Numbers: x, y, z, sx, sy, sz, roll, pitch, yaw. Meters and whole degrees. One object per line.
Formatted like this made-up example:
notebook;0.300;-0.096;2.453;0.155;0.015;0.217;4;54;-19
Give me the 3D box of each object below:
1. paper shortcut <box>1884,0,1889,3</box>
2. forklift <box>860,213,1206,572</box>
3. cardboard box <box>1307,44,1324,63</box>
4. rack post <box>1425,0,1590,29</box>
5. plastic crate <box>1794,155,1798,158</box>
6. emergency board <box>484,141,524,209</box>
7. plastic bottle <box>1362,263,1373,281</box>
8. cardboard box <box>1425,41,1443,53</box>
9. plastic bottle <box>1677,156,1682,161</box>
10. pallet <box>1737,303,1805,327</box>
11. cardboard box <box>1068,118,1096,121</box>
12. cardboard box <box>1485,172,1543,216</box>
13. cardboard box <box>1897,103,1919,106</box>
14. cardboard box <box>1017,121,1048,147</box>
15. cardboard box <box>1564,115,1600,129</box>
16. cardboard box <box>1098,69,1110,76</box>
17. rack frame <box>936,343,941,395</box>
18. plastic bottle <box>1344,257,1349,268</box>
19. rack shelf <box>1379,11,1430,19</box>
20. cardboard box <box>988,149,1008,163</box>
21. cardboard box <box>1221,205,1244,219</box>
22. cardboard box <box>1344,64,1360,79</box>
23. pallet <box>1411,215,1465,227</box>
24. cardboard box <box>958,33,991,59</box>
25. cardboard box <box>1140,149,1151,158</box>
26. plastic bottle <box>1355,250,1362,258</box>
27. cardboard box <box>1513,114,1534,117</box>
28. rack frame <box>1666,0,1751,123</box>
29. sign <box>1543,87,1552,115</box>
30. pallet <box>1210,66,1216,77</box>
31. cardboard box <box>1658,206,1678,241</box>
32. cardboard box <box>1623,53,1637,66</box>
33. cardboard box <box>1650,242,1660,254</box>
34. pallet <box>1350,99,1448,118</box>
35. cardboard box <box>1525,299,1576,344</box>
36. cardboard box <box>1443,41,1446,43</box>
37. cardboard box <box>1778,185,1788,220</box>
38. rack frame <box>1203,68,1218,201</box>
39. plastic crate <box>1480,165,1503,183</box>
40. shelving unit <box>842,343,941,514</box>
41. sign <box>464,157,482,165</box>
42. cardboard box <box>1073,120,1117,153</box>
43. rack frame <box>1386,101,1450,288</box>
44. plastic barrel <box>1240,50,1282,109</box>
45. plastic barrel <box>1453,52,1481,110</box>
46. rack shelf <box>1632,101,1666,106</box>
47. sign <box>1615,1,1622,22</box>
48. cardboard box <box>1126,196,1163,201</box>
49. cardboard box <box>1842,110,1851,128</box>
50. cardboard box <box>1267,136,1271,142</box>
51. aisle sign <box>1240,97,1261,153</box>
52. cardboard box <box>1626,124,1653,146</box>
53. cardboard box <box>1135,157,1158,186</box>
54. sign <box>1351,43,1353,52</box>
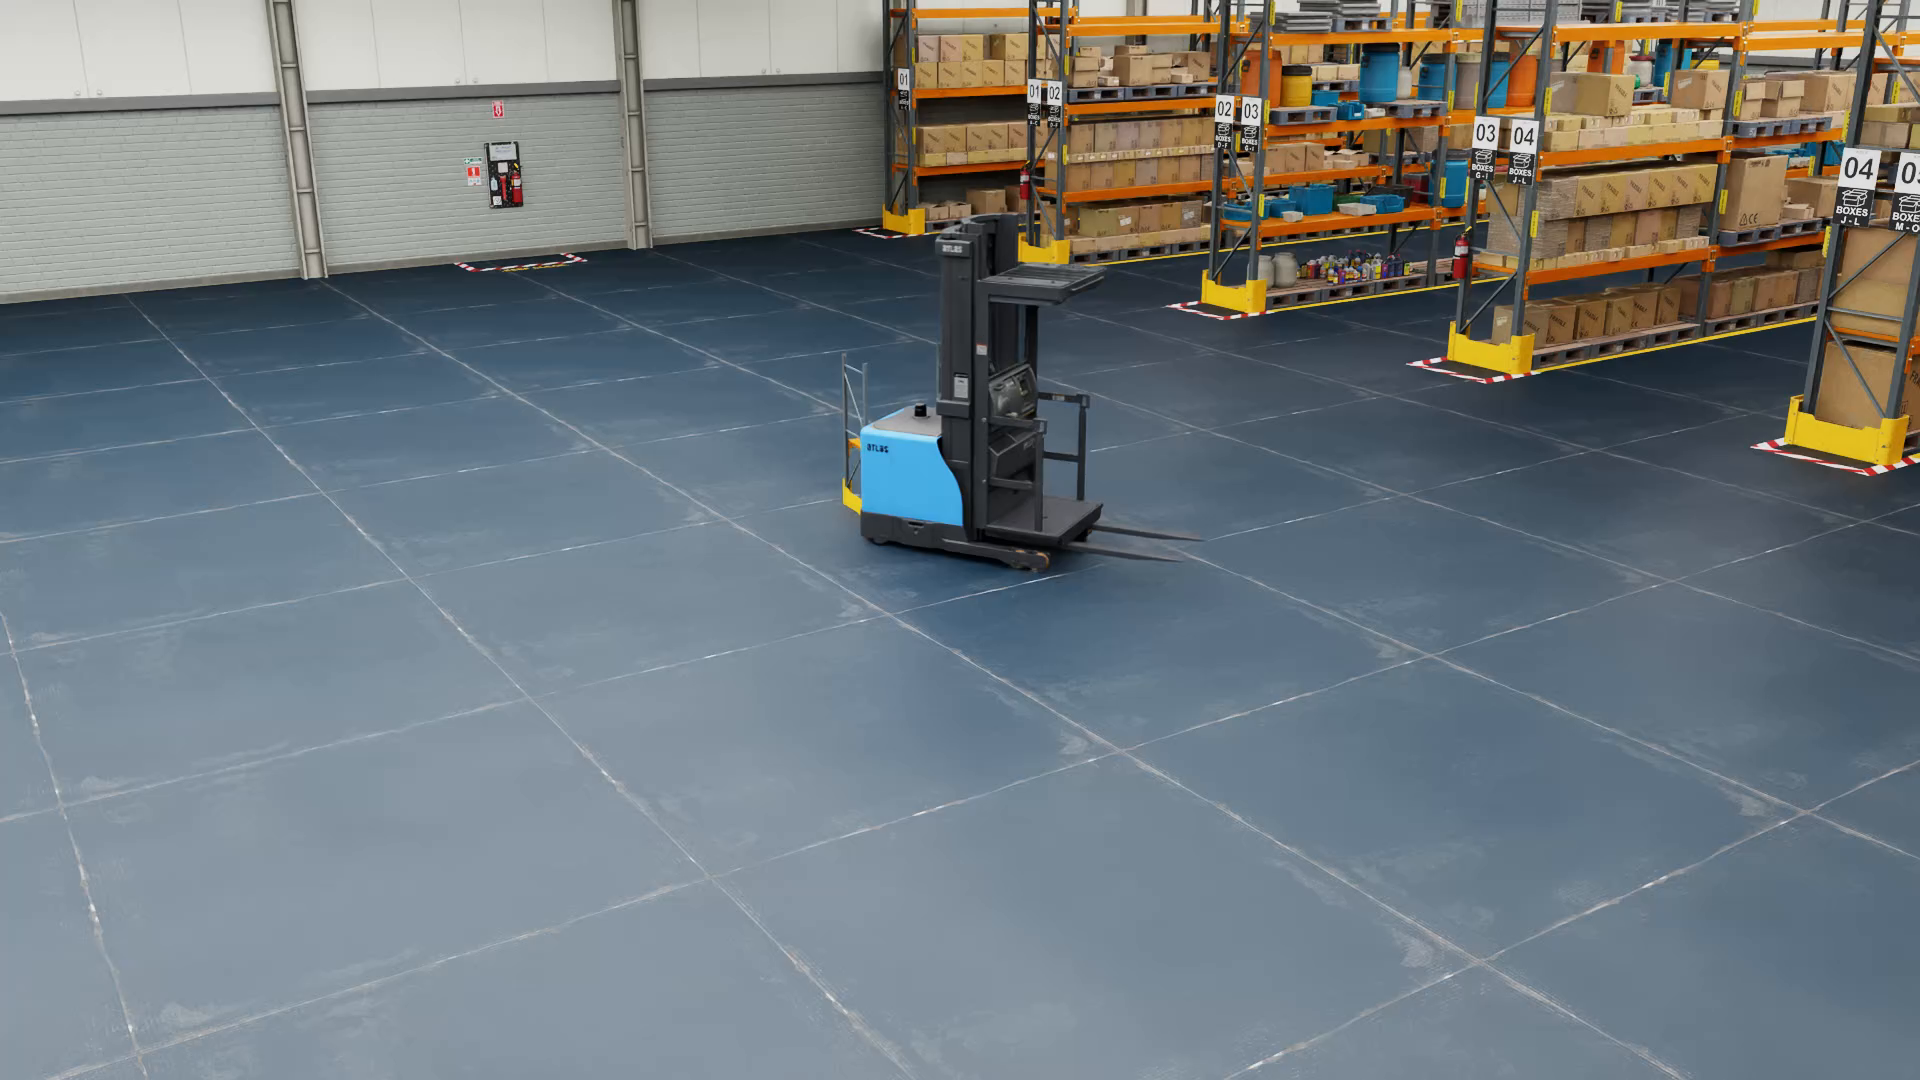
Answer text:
paper shortcut;14.459;-8.423;25.892;0.078;0.170;0.009;25;10;-43
forklift;0.648;-1.303;14.522;3.031;2.935;1.130;9;21;24
cardboard box;8.018;-11.373;38.675;0.500;0.500;0.700;-13;23;-34
rack post;9.178;-9.069;27.708;3.121;1.000;1.013;-12;22;-31
plastic crate;16.902;-7.790;33.922;0.298;0.136;0.250;-12;22;-31
emergency board;-8.196;-6.581;30.027;0.643;1.169;0.194;-12;22;-31
plastic bottle;6.633;-4.372;27.059;0.135;0.276;0.152;-11;22;-30
cardboard box;9.420;-9.990;33.709;0.500;0.500;0.500;-12;22;-31
plastic bottle;13.756;-7.166;31.835;0.185;0.351;0.144;-12;22;-31
pallet;11.974;-3.471;25.181;1.213;0.211;1.003;-12;22;-31
cardboard box;2.576;-8.749;35.597;0.500;0.500;0.700;-12;22;-31
cardboard box;7.287;-4.558;21.862;0.500;0.500;0.500;-12;22;-31
cardboard box;10.125;-4.554;17.682;0.250;0.149;0.380;-11;22;-31
cardboard box;1.493;-8.451;34.590;0.500;0.500;0.500;-12;22;-32
cardboard box;8.001;-5.385;21.417;0.250;0.149;0.380;-11;22;-29
cardboard box;2.335;-8.272;29.706;0.500;0.250;0.500;-12;22;-31
rack frame;-0.098;-1.146;16.294;0.032;1.500;0.500;-10;21;-27
plastic bottle;6.418;-4.578;27.676;0.097;0.271;0.097;0;19;0
rack shelf;10.484;-12.486;39.873;4.000;0.370;1.077;-12;22;-31
cardboard box;0.651;-7.919;34.189;0.500;0.250;0.500;-12;22;-31
cardboard box;5.342;-6.256;31.829;0.500;0.311;0.500;-12;22;-31
cardboard box;7.852;-9.247;32.807;0.500;0.250;0.500;-14;23;-35
pallet;9.862;-6.807;35.049;1.213;0.211;1.003;-12;22;-31
cardboard box;0.305;-10.072;33.921;0.500;0.500;0.500;-12;22;-31
cardboard box;3.249;-7.020;30.158;0.250;0.149;0.380;-12;22;-31
plastic bottle;6.678;-4.685;27.868;0.185;0.351;0.144;-11;22;-30
cardboard box;7.306;-5.419;21.518;0.250;0.149;0.380;-13;22;-33
rack frame;10.305;-7.280;22.727;0.127;3.000;1.000;-12;22;-31
sign;7.262;-5.423;20.554;0.005;0.325;0.100;-12;22;-31
pallet;5.981;-10.576;37.456;1.003;0.211;1.213;-11;21;-29
cardboard box;9.458;-4.485;23.206;0.500;0.500;0.875;-12;22;-31
cardboard box;14.593;-10.630;36.774;0.500;0.250;0.500;-12;22;-31
cardboard box;9.402;-4.050;22.934;0.250;0.149;0.380;-12;22;-31
pallet;7.032;-6.941;26.703;1.003;0.211;1.213;-12;22;-31
cardboard box;7.975;-2.968;22.588;0.500;0.500;0.500;-6;20;-17
cardboard box;11.693;-12.276;40.440;0.500;0.500;0.500;-12;22;-32
cardboard box;11.702;-5.016;24.580;0.637;0.503;0.797;-9;21;-26
rack frame;5.473;-9.117;37.529;0.127;3.000;1.000;-12;22;-31
plastic crate;9.403;-6.295;29.081;0.583;0.464;0.402;-12;22;-31
shelving unit;-0.537;-1.070;16.067;1.083;1.500;0.587;-10;21;-27
sign;-8.706;-6.777;29.725;0.331;0.109;0.001;-12;22;-31
cardboard box;2.396;-7.228;29.759;0.500;0.500;0.700;-13;22;-33
rack frame;7.581;-5.763;27.607;0.127;3.000;1.000;-12;22;-31
plastic barrel;4.576;-7.001;25.260;0.708;0.830;0.600;-12;22;-31
plastic barrel;8.432;-7.684;27.823;0.600;0.901;0.600;0;19;0
rack shelf;12.592;-7.900;30.367;4.000;0.370;1.077;-12;22;-31
sign;11.230;-9.010;28.350;0.005;0.325;0.100;-12;22;-31
cardboard box;3.465;-6.166;31.266;0.500;0.500;0.500;-12;22;-31
cardboard box;12.976;-6.252;24.605;0.500;0.250;0.500;-12;22;-32
cardboard box;6.934;-9.238;38.247;0.250;0.149;0.380;-12;22;-31
aisle sign;4.341;-6.199;24.837;0.004;0.787;0.394;-12;22;-31
cardboard box;8.784;-5.371;21.998;0.500;0.250;0.500;-11;22;-30
cardboard box;3.207;-6.783;30.469;0.500;0.500;0.700;-11;22;-30
sign;9.120;-11.493;38.575;0.005;0.325;0.100;-12;22;-31
